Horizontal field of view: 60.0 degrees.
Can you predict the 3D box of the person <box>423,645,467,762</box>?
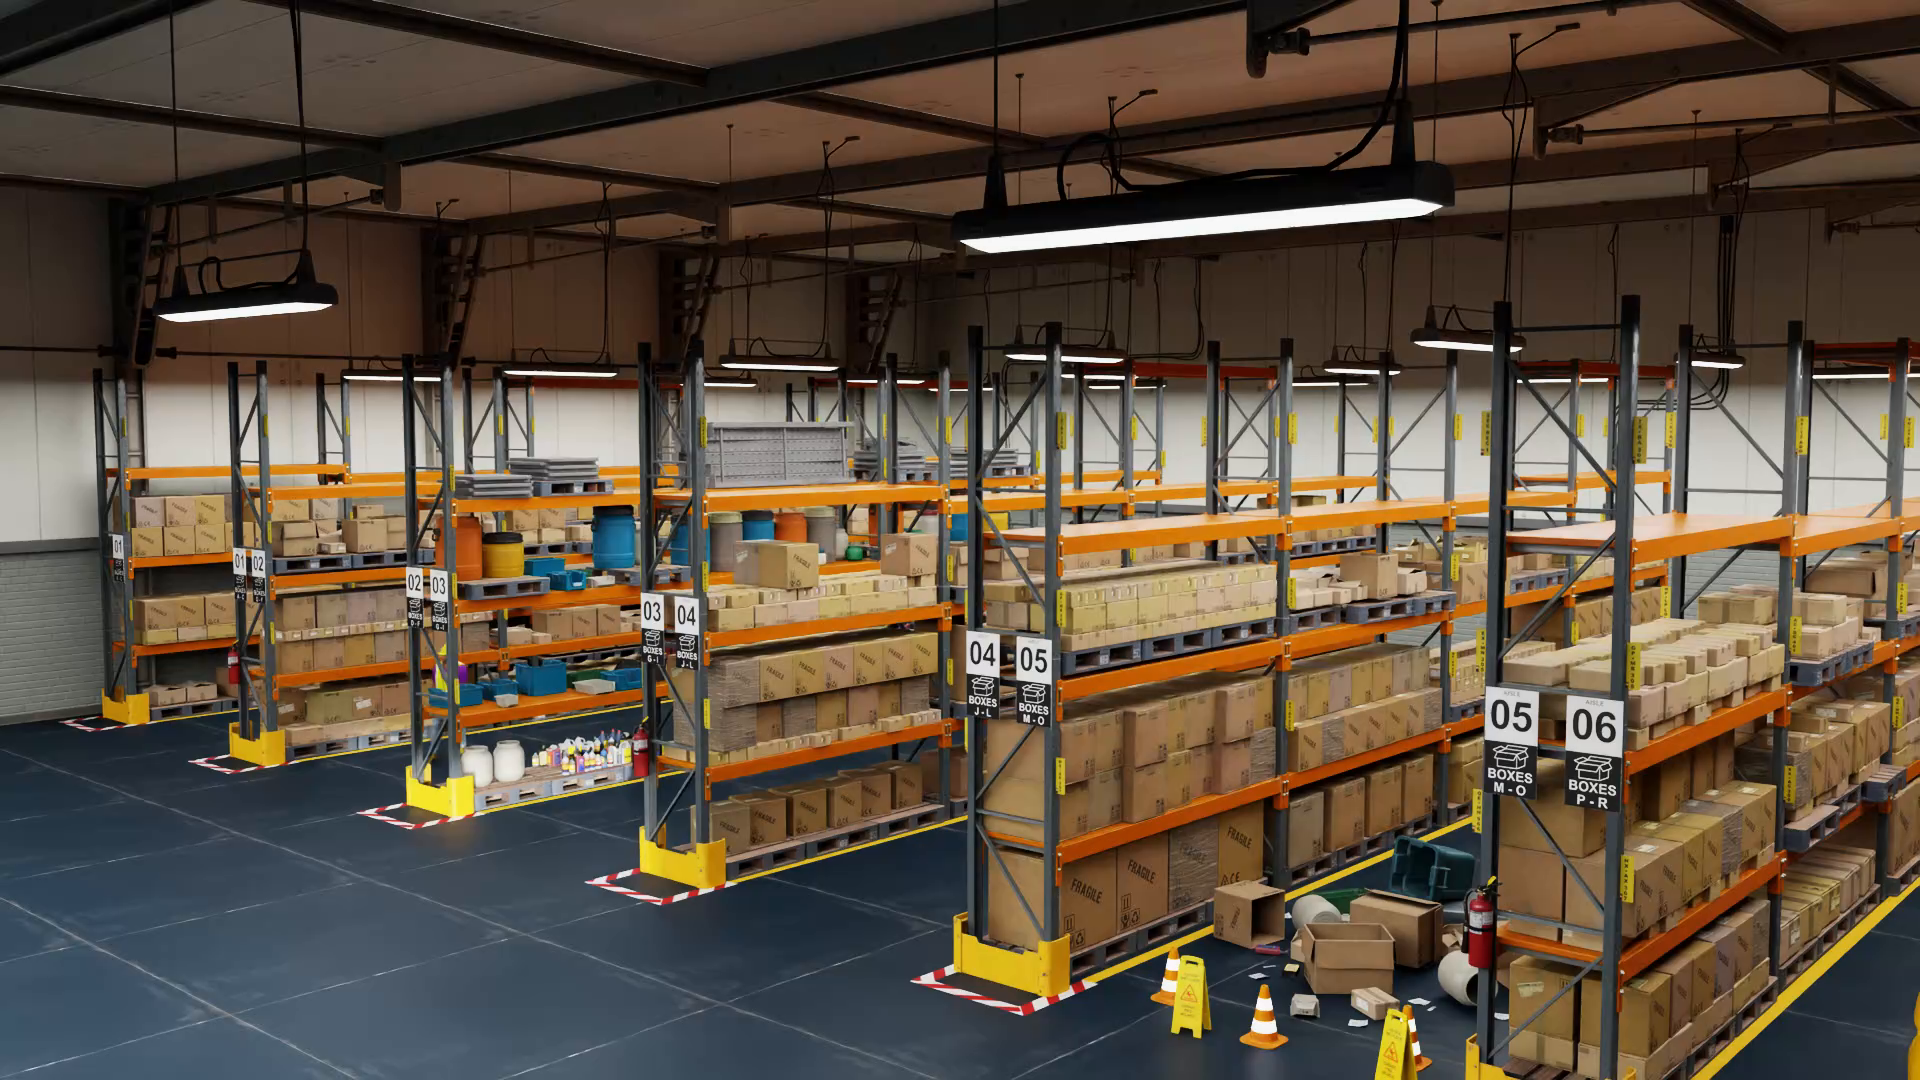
[{"bbox_3d":[-7.739,2.429,25.116,0.593,1.718,0.951,0,4,2],"label":"person"}]
